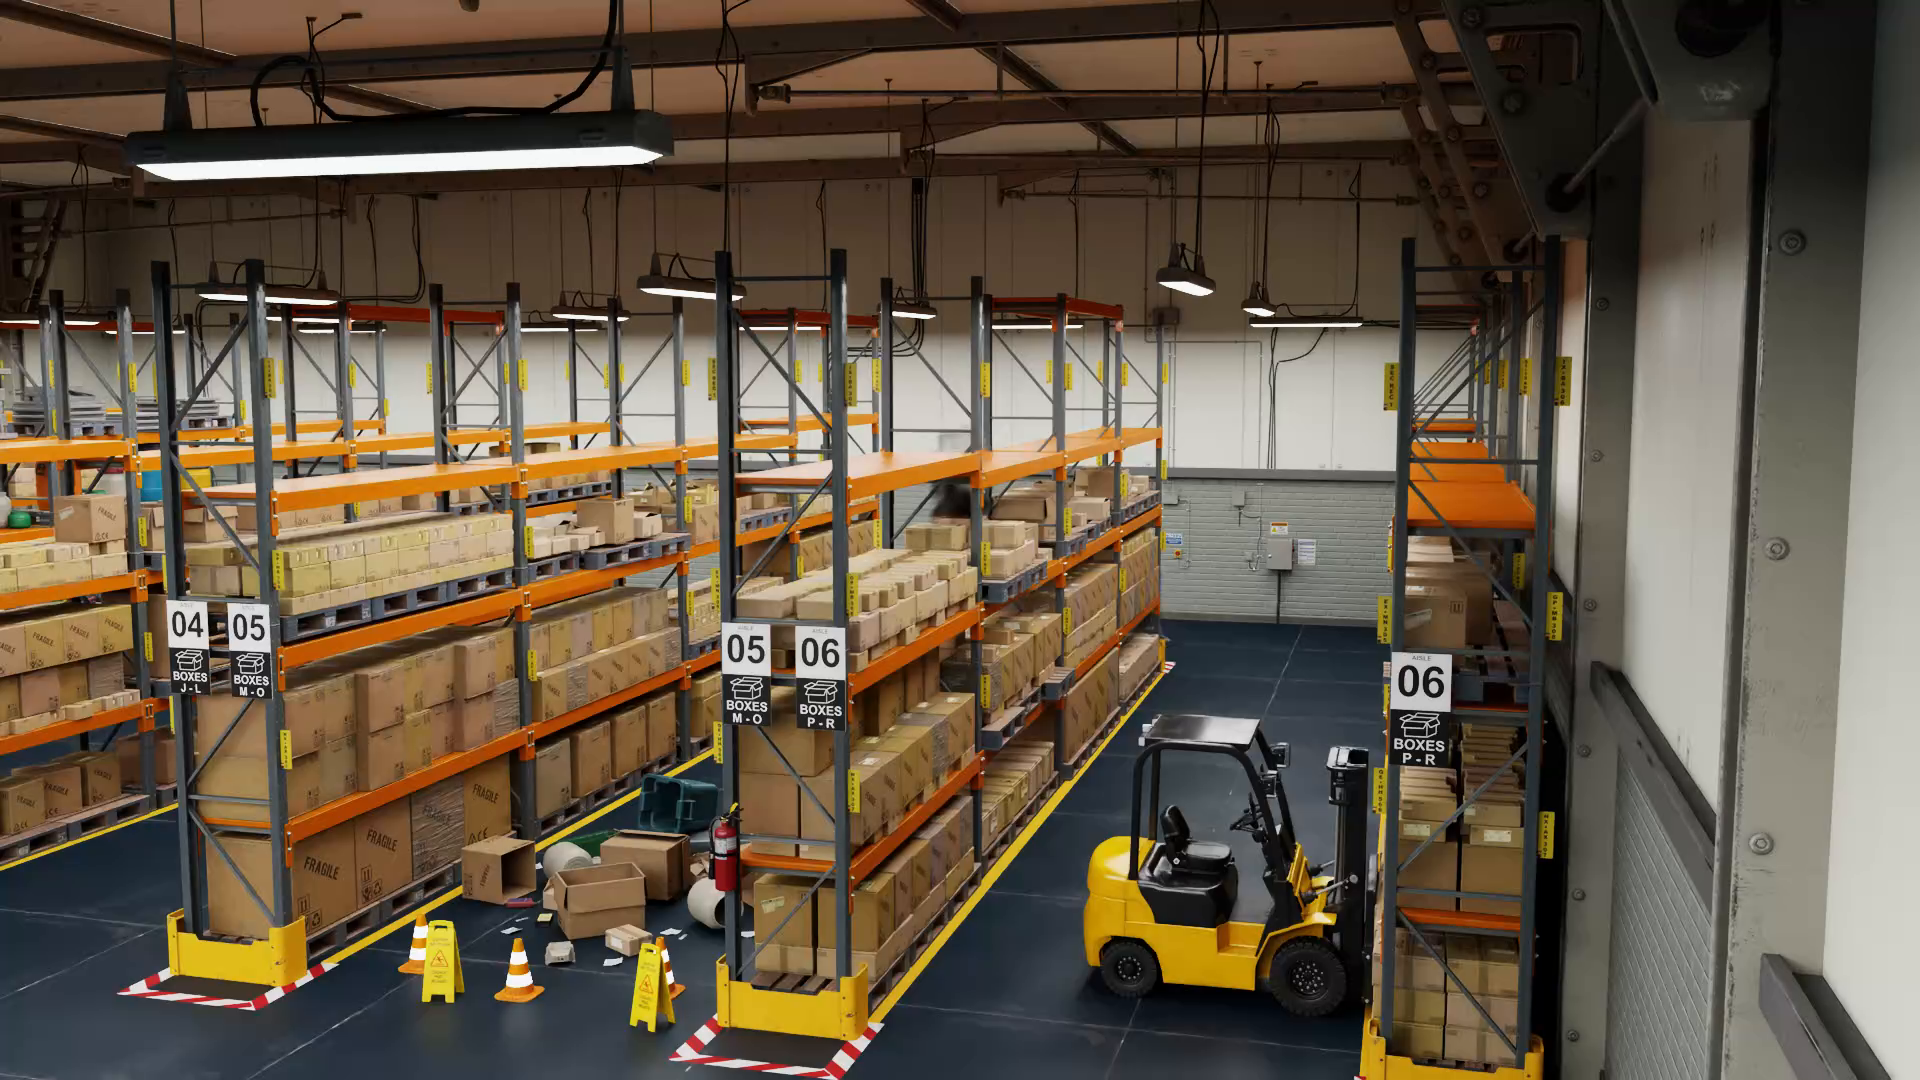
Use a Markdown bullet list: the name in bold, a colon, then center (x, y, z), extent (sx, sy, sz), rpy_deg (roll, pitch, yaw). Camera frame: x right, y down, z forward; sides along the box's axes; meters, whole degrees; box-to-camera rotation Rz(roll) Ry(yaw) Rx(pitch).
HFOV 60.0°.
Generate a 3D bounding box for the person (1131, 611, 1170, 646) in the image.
- **person**: center (3.300, 1.269, 29.451), extent (0.783, 1.594, 0.644), rpy_deg (2, 6, 16)
